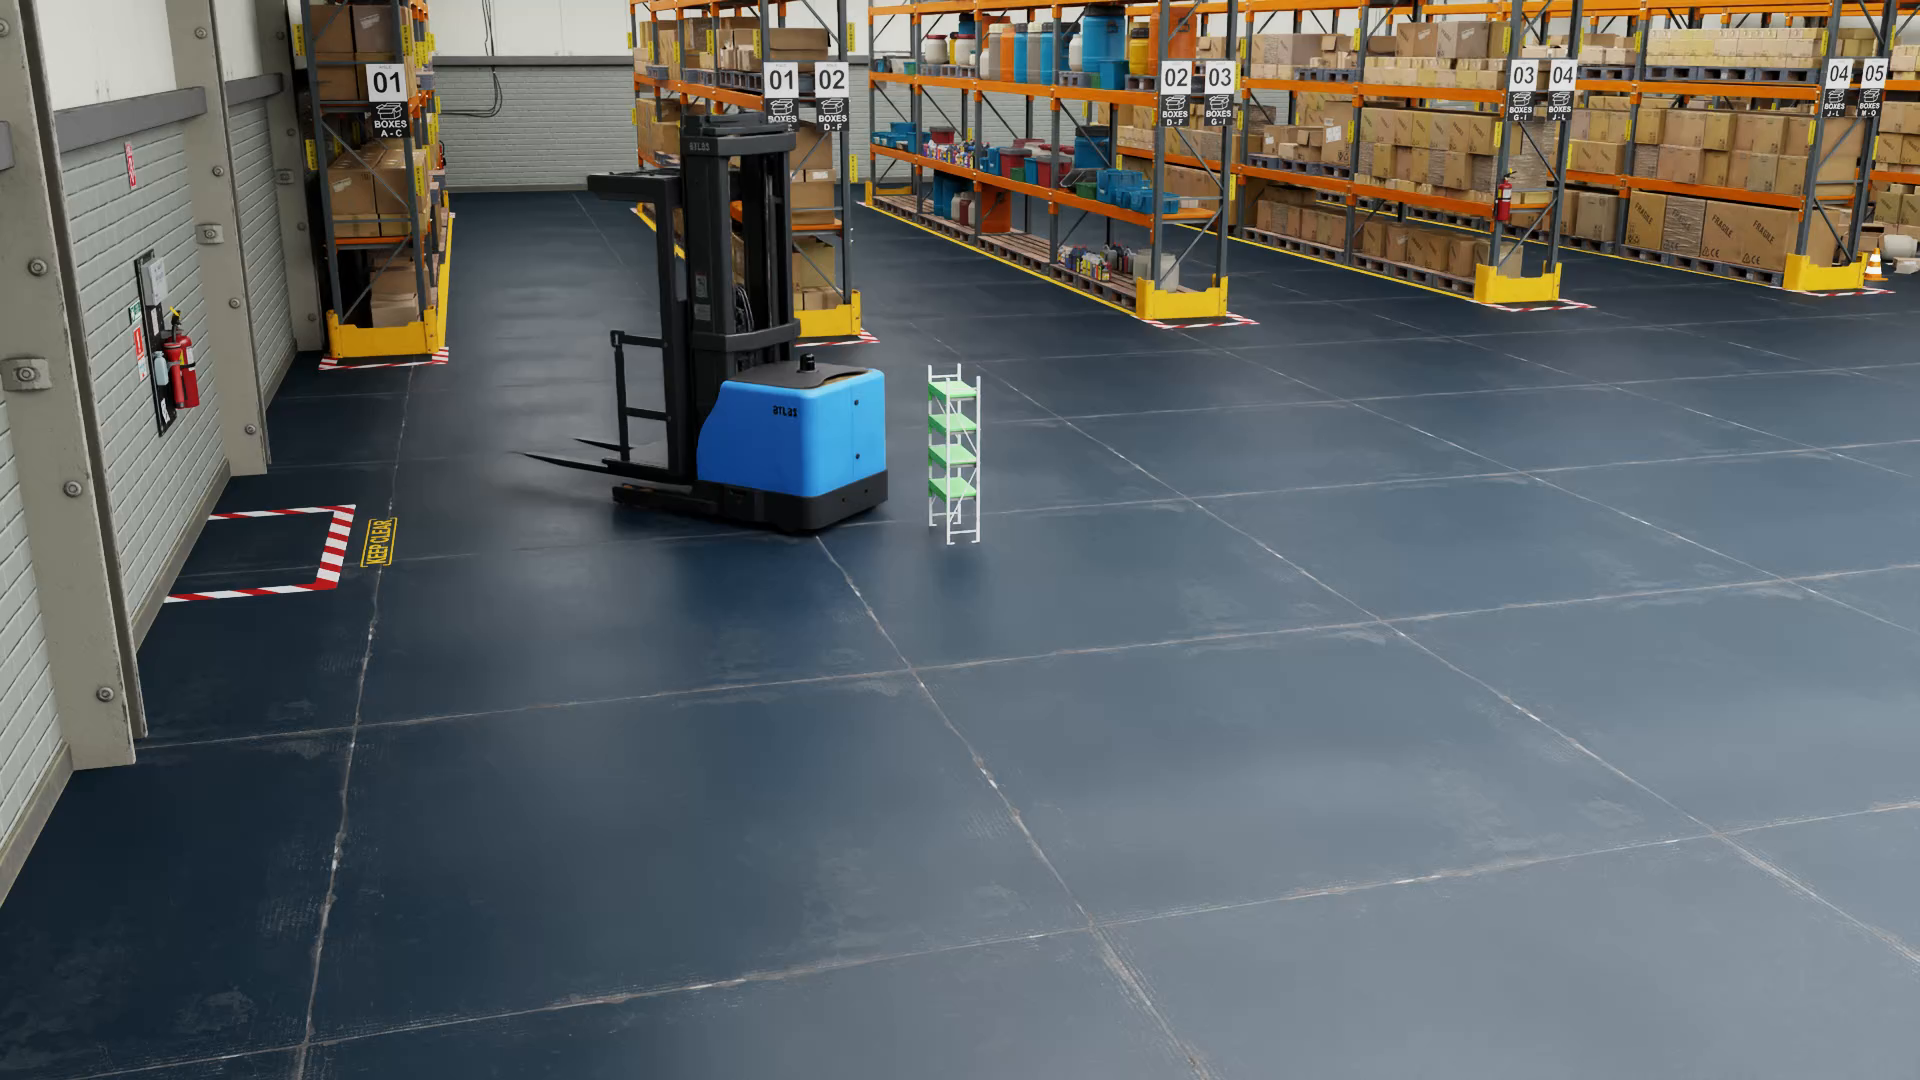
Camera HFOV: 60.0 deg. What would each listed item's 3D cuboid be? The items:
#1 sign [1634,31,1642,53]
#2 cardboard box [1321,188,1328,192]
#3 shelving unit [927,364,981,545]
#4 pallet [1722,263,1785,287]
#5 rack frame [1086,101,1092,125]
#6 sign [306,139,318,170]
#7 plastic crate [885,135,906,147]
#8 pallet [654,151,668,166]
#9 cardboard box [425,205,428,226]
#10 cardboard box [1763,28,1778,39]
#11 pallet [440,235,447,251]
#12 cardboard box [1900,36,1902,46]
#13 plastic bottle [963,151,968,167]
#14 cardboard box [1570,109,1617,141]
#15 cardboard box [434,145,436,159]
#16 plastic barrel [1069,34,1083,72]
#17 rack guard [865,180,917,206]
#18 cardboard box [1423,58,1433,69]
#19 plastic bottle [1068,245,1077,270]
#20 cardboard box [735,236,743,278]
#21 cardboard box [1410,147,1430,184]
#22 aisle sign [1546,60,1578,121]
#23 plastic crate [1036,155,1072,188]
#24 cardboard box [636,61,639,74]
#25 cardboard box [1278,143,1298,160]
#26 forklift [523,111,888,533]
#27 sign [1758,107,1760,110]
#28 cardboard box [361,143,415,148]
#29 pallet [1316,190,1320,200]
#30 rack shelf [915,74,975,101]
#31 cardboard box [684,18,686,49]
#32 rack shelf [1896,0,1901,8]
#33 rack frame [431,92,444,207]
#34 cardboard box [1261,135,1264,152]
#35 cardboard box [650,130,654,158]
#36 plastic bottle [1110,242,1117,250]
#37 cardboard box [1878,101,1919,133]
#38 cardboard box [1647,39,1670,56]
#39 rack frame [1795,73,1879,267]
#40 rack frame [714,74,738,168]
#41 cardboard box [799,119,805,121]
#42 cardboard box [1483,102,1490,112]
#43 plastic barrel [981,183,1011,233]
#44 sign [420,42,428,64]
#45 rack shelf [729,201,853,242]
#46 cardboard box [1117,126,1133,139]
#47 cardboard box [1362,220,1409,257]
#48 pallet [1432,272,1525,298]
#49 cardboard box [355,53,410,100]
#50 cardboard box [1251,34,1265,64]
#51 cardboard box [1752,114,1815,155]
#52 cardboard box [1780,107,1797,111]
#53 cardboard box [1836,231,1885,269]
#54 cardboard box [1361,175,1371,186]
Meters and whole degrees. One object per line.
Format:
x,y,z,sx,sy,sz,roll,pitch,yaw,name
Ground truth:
10.890,-7.997,26.700,0.100,0.325,0.005,-5,17,-15,sign
8.285,-7.840,37.063,0.380,0.149,0.250,-6,18,-18,cardboard box
-0.045,-0.620,11.932,0.258,1.200,0.503,-5,17,-15,shelving unit
12.214,-3.980,24.836,1.003,0.211,1.213,-5,17,-15,pallet
3.315,-9.163,37.241,1.000,3.000,0.127,-5,17,-15,rack frame
-7.115,-4.230,18.256,0.100,0.325,0.005,-5,17,-15,sign
-1.334,-8.261,34.426,0.416,0.233,0.300,-5,17,-15,plastic crate
-4.997,-6.952,30.217,1.003,0.211,1.213,-5,17,-15,pallet
-6.696,-3.944,20.093,0.500,0.250,0.500,-5,17,-16,cardboard box
11.879,-7.326,24.060,0.380,0.149,0.250,-4,17,-14,cardboard box
-9.250,-5.000,28.231,1.003,0.211,1.213,-5,17,-15,pallet
16.219,-8.762,29.356,0.500,0.250,0.500,-5,17,-16,cardboard box
0.099,-6.726,29.352,0.097,0.271,0.097,0,17,0,plastic bottle
10.985,-7.153,28.639,0.700,0.500,0.500,-5,17,-15,cardboard box
-9.355,-6.833,28.760,0.500,0.500,0.500,-5,17,-15,cardboard box
1.780,-7.008,23.931,0.421,0.512,0.421,0,17,0,plastic barrel
-1.467,-7.579,36.315,1.175,0.500,0.348,-5,17,-15,rack guard
6.904,-6.858,23.924,0.380,0.149,0.250,-4,17,-14,cardboard box
1.673,-4.138,24.352,0.144,0.351,0.185,-4,17,-14,plastic bottle
-2.673,-3.737,21.924,0.500,0.500,0.500,-5,17,-15,cardboard box
7.112,-5.491,24.328,0.875,0.500,0.500,-5,17,-15,cardboard box
8.017,-5.988,22.155,0.394,0.787,0.004,-5,17,-15,aisle sign
1.423,-5.592,25.243,0.402,0.464,0.583,-5,17,-15,plastic crate
-6.189,-9.444,33.223,0.500,0.250,0.500,-5,17,-15,cardboard box
5.753,-6.597,28.231,0.500,0.250,0.500,-5,17,-17,cardboard box
-2.081,-1.751,12.686,3.031,2.935,1.130,10,19,29,forklift
15.561,-8.295,32.479,0.100,0.325,0.005,-5,17,-15,sign
-8.140,-5.405,23.794,0.700,0.500,0.500,-2,17,-8,cardboard box
8.322,-7.943,38.027,1.003,0.211,1.213,-5,17,-15,pallet
0.201,-8.203,30.084,1.077,0.370,4.000,-5,17,-15,rack shelf
-4.407,-8.534,28.023,0.500,0.500,0.500,-5,17,-15,cardboard box
16.691,-8.601,26.198,1.077,0.370,4.000,-5,17,-15,rack shelf
-10.973,-7.988,33.330,1.000,3.000,0.127,-5,17,-15,rack frame
5.641,-7.153,30.379,0.500,0.500,0.500,-4,17,-14,cardboard box
-5.639,-7.582,31.806,0.500,0.500,0.500,-4,17,-14,cardboard box
2.304,-4.238,24.688,0.144,0.351,0.185,-5,17,-17,plastic bottle
16.053,-7.157,28.136,0.700,0.500,0.500,-5,17,-16,cardboard box
11.274,-7.806,26.352,0.500,0.250,0.500,-5,17,-15,cardboard box
12.509,-5.101,23.720,1.000,3.000,0.127,-5,17,-15,rack frame
-2.913,-5.061,23.587,1.000,3.000,0.127,-5,17,-15,rack frame
-2.372,-5.192,21.592,0.700,0.500,0.500,-5,17,-15,cardboard box
12.701,-10.317,39.174,0.500,0.500,0.500,-5,17,-16,cardboard box
0.600,-5.854,29.268,0.600,0.830,0.708,-5,17,-15,plastic barrel
-8.252,-7.501,25.598,0.100,0.325,0.005,-5,17,-15,sign
-2.364,-4.163,21.848,1.077,0.370,4.000,-5,17,-15,rack shelf
3.619,-8.653,35.287,0.500,0.250,0.500,-5,17,-16,cardboard box
6.684,-4.733,26.111,0.500,0.500,0.500,-5,18,-17,cardboard box
7.502,-3.650,23.736,1.003,0.211,1.213,-5,17,-15,pallet
-6.428,-5.168,18.521,0.500,0.500,0.500,-4,17,-14,cardboard box
5.395,-8.523,28.856,0.500,0.500,0.500,-5,17,-15,cardboard box
12.204,-5.941,24.377,0.875,0.550,0.550,-5,17,-15,cardboard box
18.632,-9.331,36.896,0.700,0.500,0.500,-4,17,-14,cardboard box
14.323,-4.610,26.426,0.637,0.503,0.797,11,20,32,cardboard box
6.439,-5.569,25.716,0.380,0.149,0.250,-5,17,-15,cardboard box
